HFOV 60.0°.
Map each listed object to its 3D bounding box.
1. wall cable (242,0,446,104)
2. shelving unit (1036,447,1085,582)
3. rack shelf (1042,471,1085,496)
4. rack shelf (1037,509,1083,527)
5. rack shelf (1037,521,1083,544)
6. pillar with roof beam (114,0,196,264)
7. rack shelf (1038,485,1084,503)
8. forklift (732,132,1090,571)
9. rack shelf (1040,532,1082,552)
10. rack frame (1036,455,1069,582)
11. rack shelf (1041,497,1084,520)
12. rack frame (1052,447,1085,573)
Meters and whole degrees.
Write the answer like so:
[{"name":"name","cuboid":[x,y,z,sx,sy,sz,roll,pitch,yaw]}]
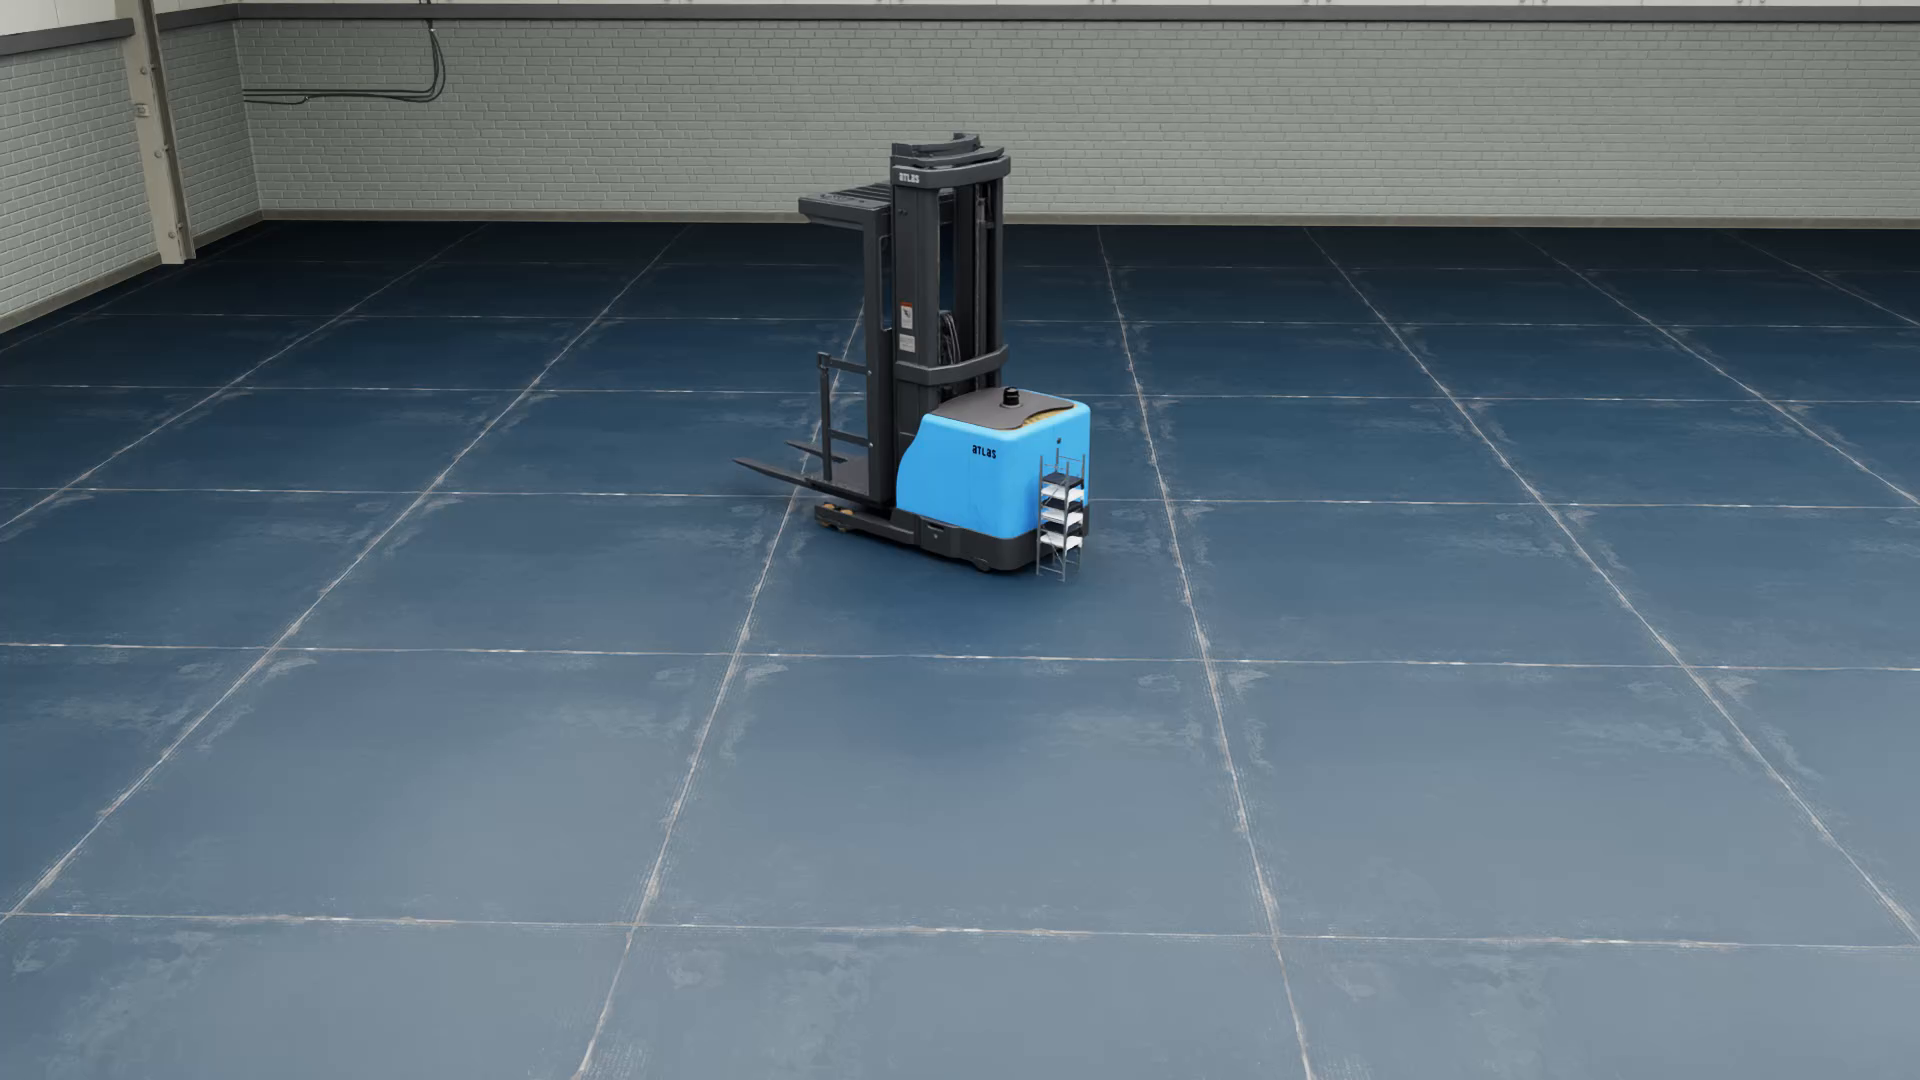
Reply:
[{"name":"wall cable","cuboid":[-8.975,-7.508,23.732,3.097,2.526,0.112,1,21,2]},{"name":"shelving unit","cuboid":[0.709,-0.180,11.737,0.258,0.900,0.210,16,27,33]},{"name":"rack shelf","cuboid":[0.712,-0.399,11.646,0.258,0.077,0.200,16,27,33]},{"name":"rack shelf","cuboid":[0.709,-0.149,11.749,0.258,0.077,0.200,16,27,33]},{"name":"rack shelf","cuboid":[0.708,-0.066,11.784,0.258,0.077,0.200,16,27,33]},{"name":"pillar with roof beam","cuboid":[-6.084,-7.858,20.340,9.100,9.000,0.400,1,21,2]},{"name":"rack shelf","cuboid":[0.711,-0.316,11.680,0.258,0.077,0.200,16,27,33]},{"name":"forklift","cuboid":[-0.490,-1.563,12.505,3.031,2.935,1.130,17,27,37]},{"name":"rack shelf","cuboid":[0.707,0.017,11.819,0.258,0.077,0.200,16,27,33]},{"name":"rack frame","cuboid":[0.649,-0.149,11.661,0.240,0.900,0.006,16,27,33]},{"name":"rack shelf","cuboid":[0.710,-0.232,11.715,0.258,0.077,0.200,16,27,33]},{"name":"rack frame","cuboid":[0.770,-0.211,11.812,0.240,0.900,0.006,16,27,33]}]
